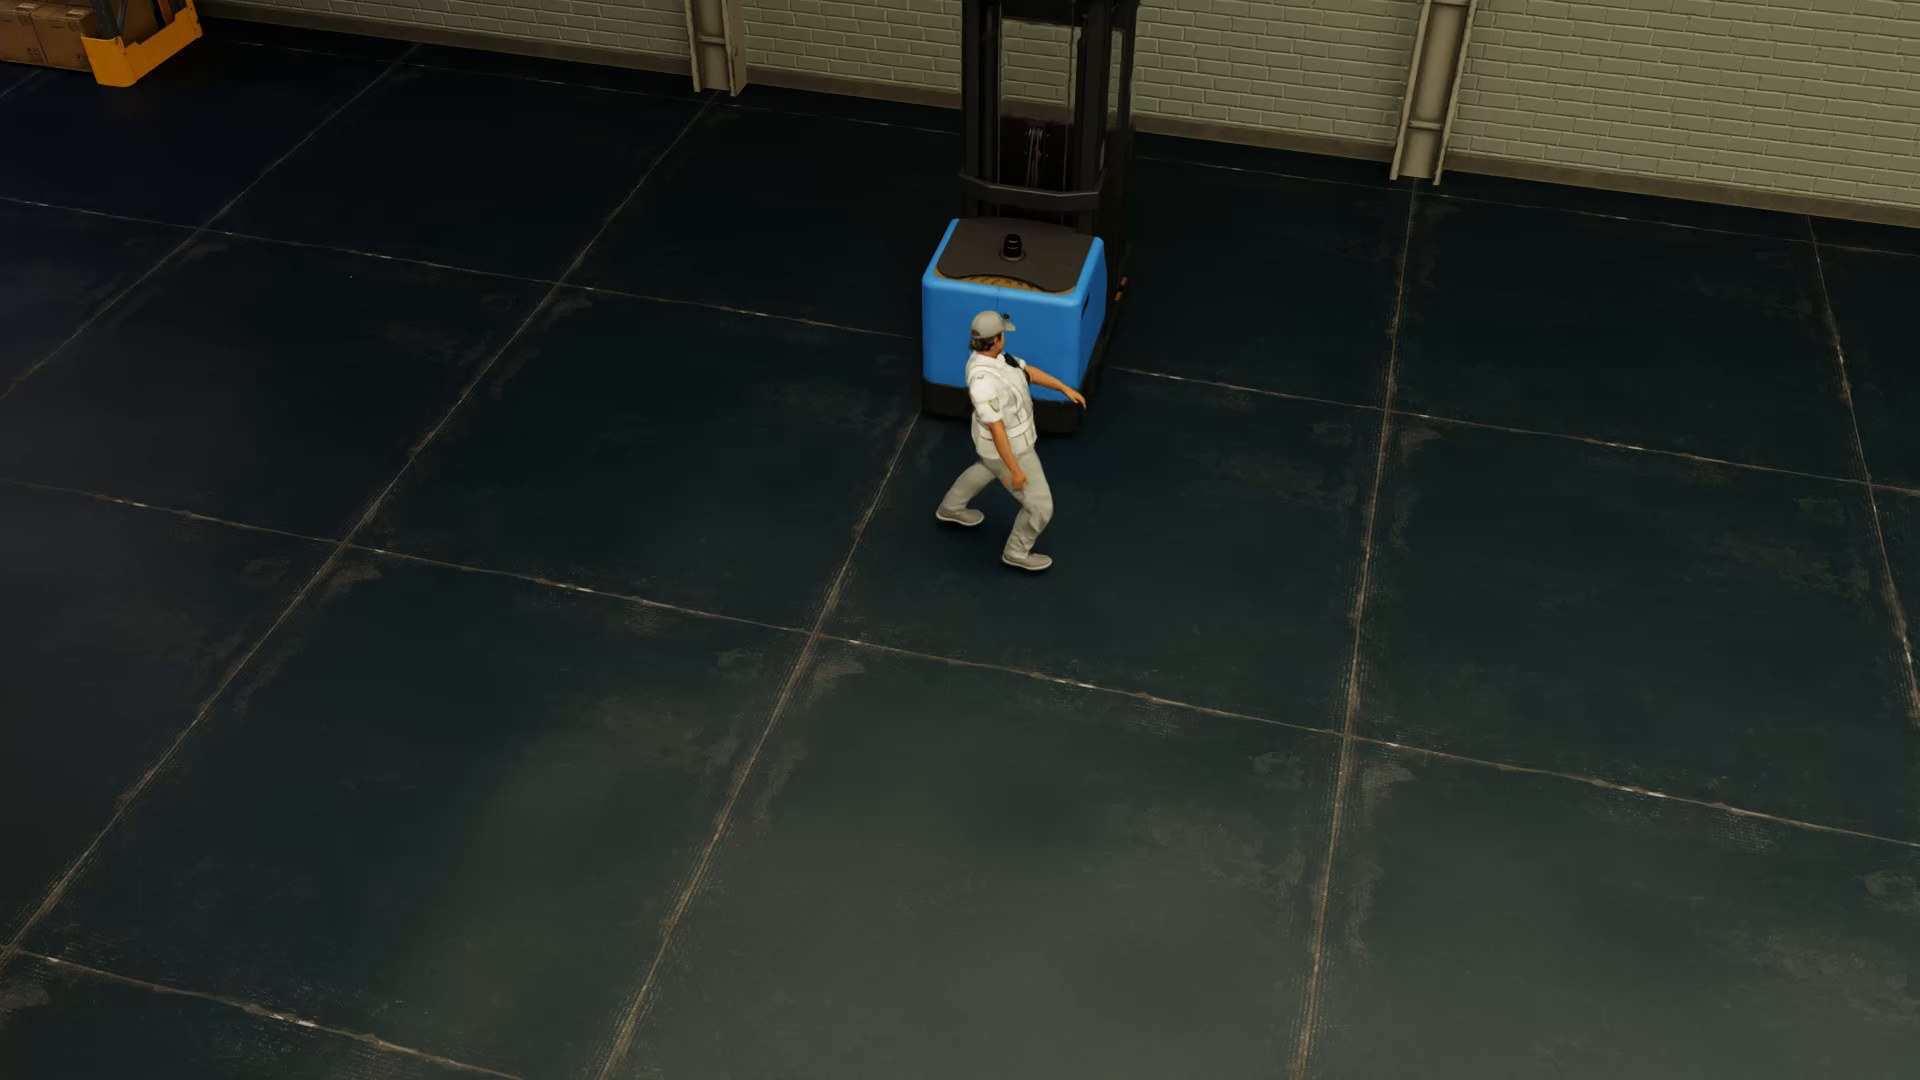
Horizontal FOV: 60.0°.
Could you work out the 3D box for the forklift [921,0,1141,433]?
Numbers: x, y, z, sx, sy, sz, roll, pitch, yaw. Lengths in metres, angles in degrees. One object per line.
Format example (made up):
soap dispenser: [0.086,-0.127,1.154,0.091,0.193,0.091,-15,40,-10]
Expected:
forklift: [0.612,-2.776,11.028,1.130,2.935,3.031,10,42,11]

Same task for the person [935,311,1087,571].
person: [0.303,-0.554,9.476,0.825,1.544,0.731,-6,42,-7]
